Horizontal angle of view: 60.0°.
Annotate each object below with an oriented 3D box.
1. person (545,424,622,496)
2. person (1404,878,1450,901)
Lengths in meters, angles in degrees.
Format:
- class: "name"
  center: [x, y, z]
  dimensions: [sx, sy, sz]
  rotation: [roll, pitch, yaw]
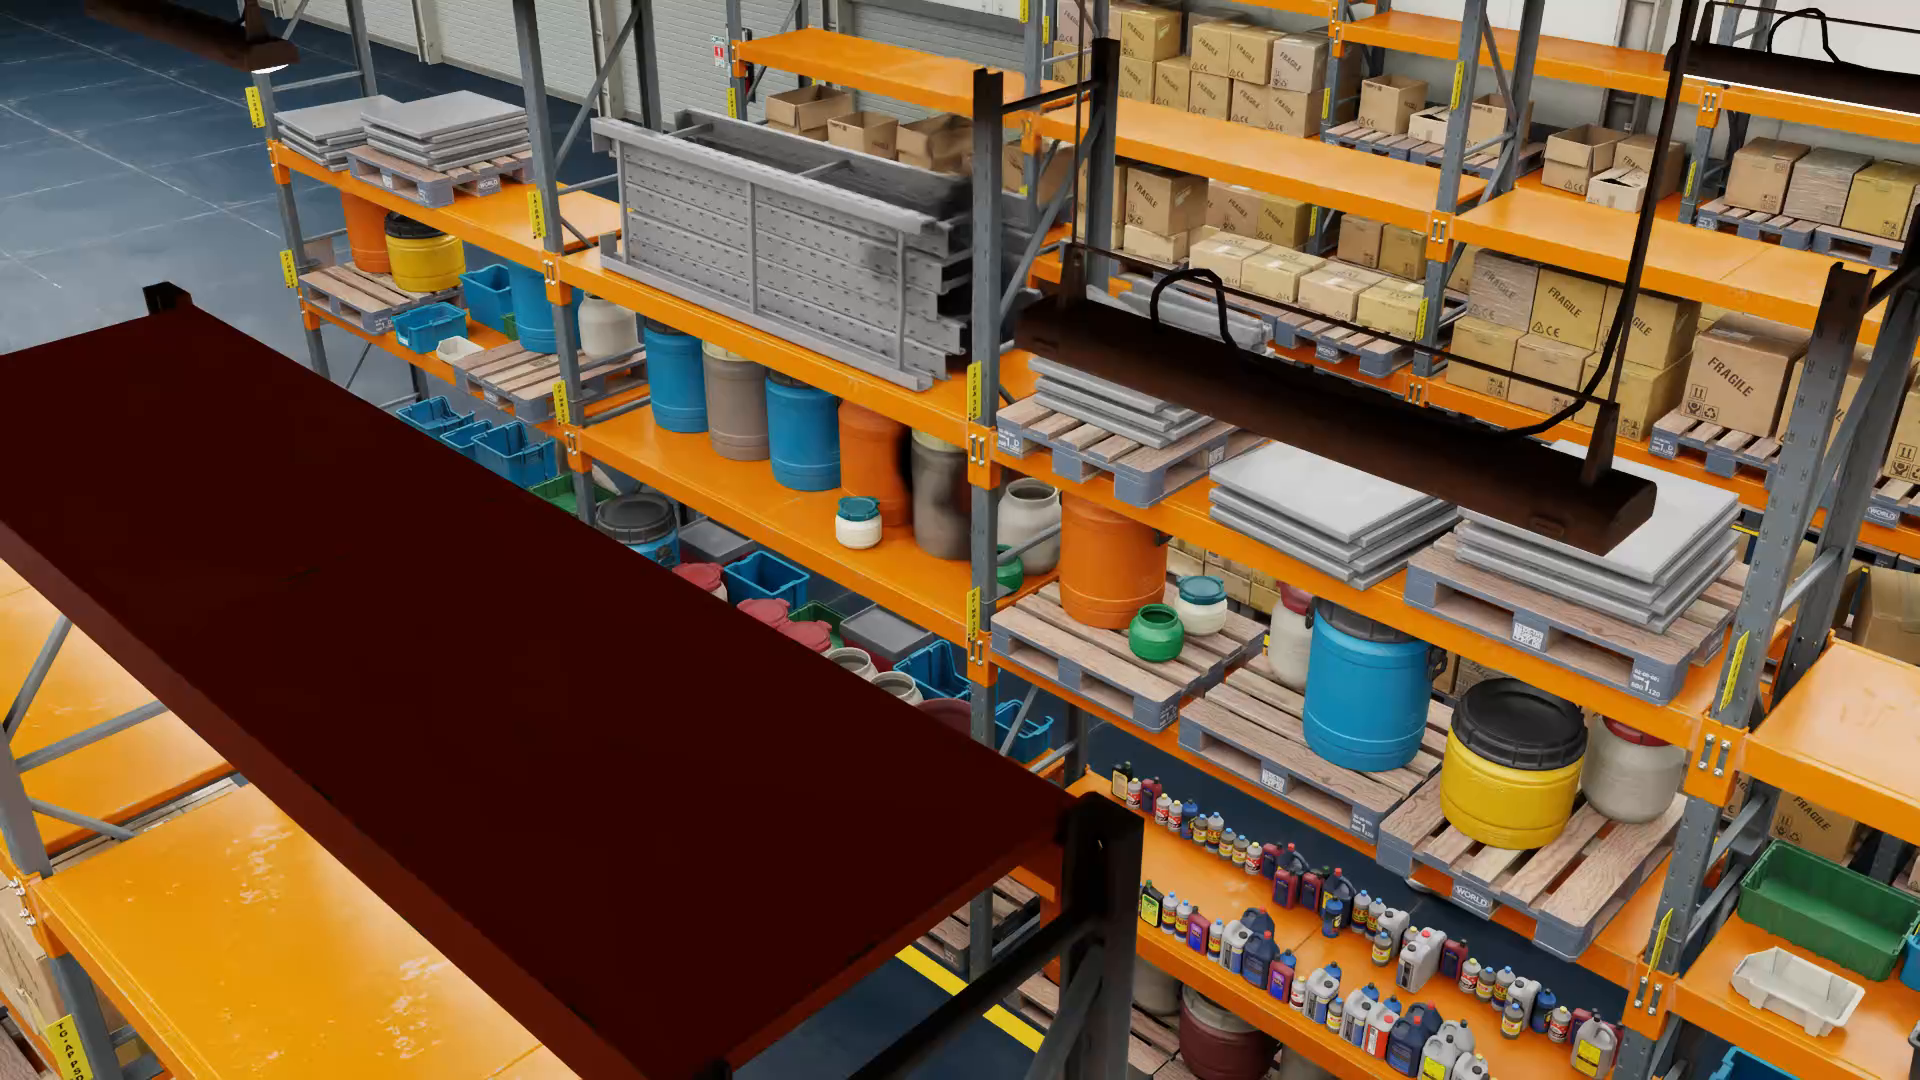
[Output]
- class: "person"
  center: [-3.739, -0.983, 16.261]
  dimensions: [0.794, 1.731, 0.689]
  rotation: [17, 34, 28]
- class: "person"
  center: [3.551, 1.794, 11.274]
  dimensions: [0.887, 1.750, 0.721]
  rotation: [16, 33, 27]
